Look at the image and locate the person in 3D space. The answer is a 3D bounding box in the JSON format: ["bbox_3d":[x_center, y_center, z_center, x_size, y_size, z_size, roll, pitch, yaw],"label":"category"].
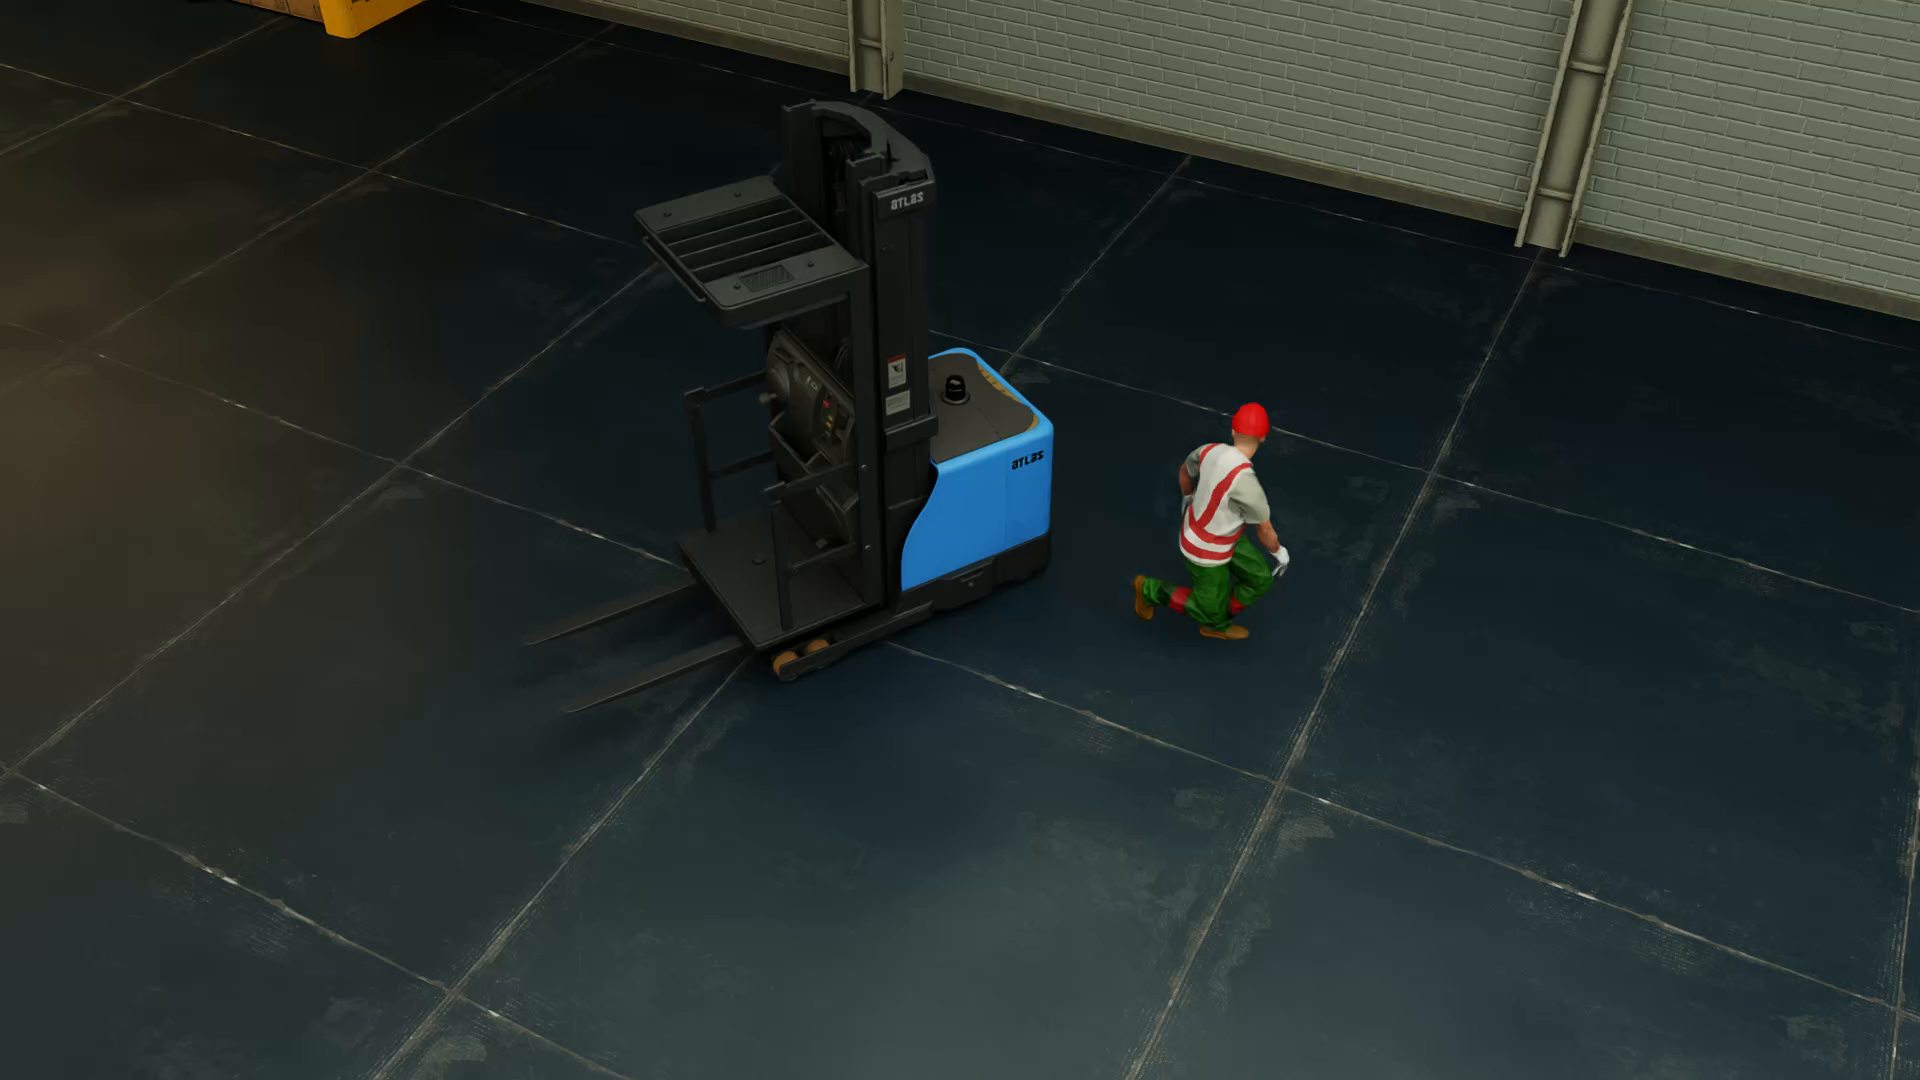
[{"bbox_3d":[1.407,-0.083,9.186,0.843,1.553,0.662,7,41,8],"label":"person"}]

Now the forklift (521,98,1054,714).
[{"bbox_3d":[-0.980,-0.721,8.843,3.031,2.935,1.130,-21,45,-23],"label":"forklift"}]
